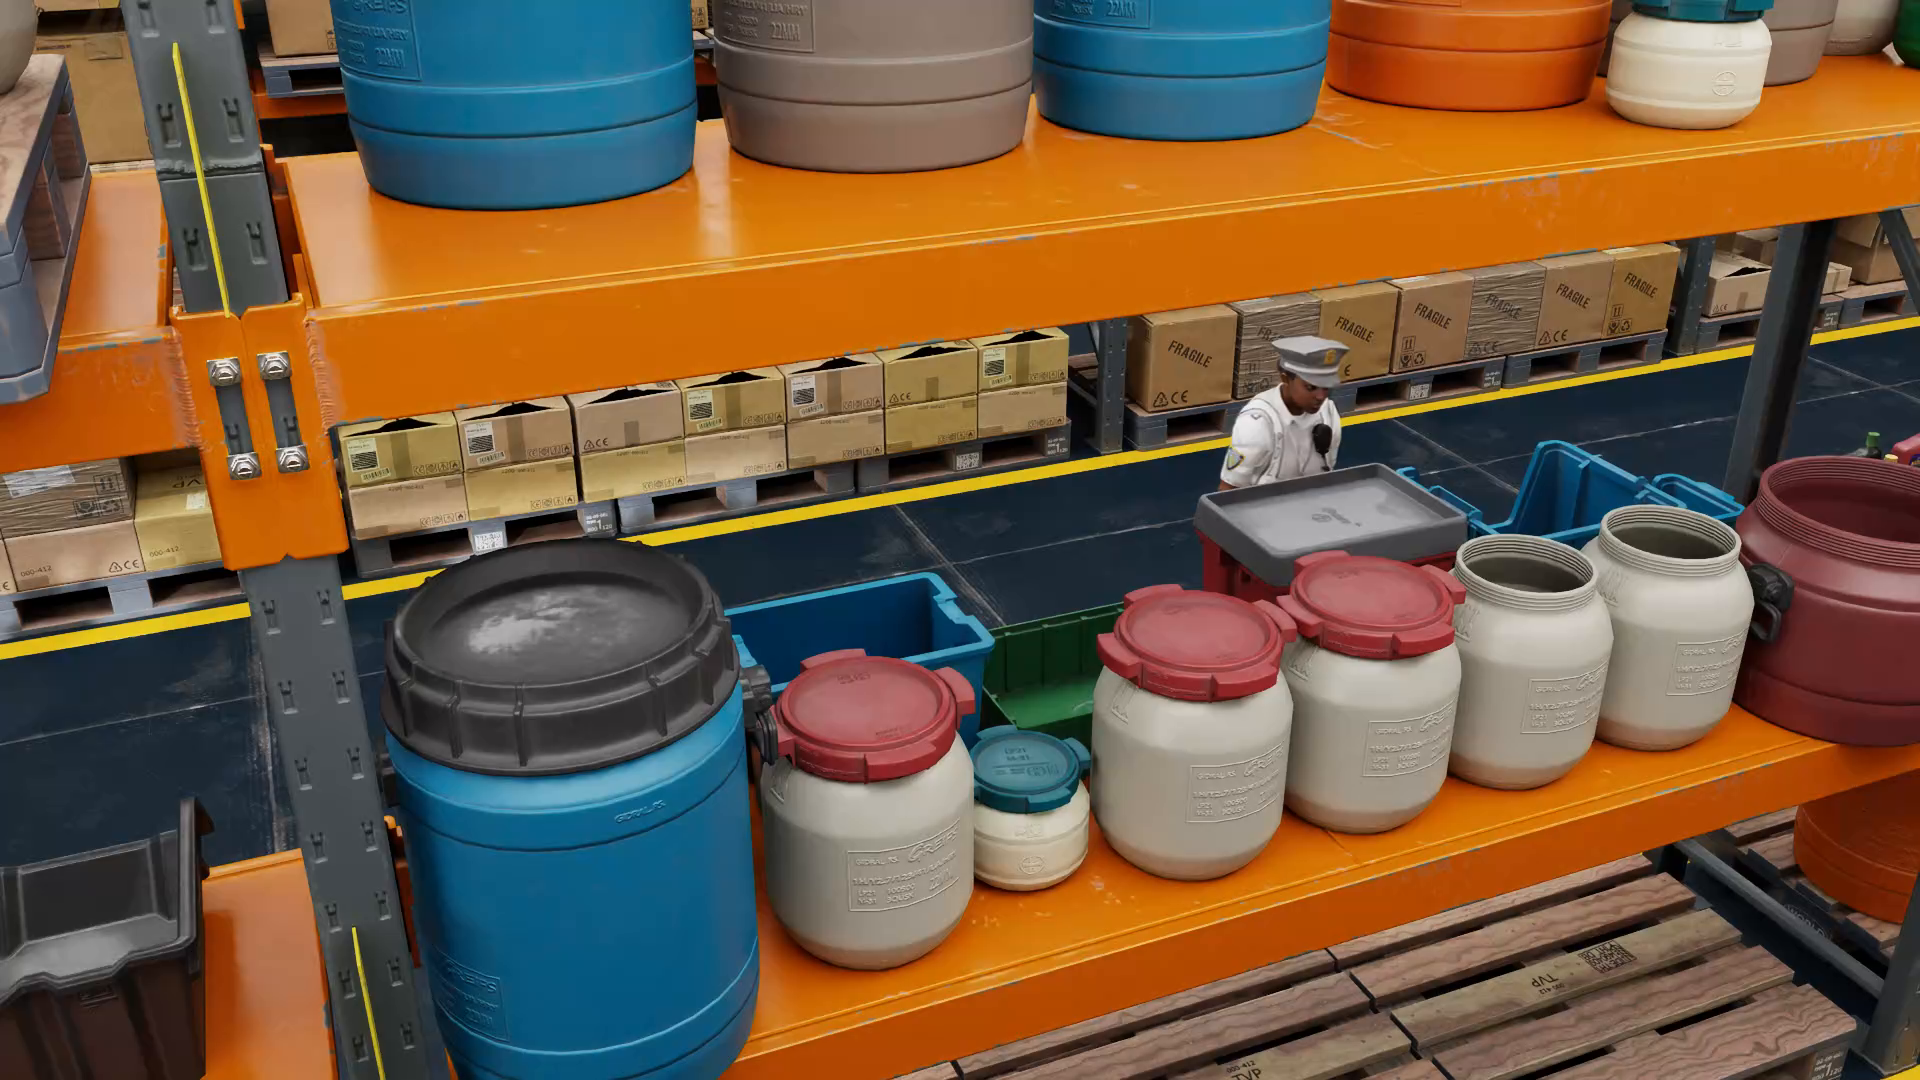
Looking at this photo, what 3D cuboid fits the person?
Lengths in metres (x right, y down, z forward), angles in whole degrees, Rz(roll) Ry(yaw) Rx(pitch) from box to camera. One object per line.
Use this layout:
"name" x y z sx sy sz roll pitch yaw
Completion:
"person" 1.142 0.043 6.027 0.509 1.659 0.416 -11 28 -21
